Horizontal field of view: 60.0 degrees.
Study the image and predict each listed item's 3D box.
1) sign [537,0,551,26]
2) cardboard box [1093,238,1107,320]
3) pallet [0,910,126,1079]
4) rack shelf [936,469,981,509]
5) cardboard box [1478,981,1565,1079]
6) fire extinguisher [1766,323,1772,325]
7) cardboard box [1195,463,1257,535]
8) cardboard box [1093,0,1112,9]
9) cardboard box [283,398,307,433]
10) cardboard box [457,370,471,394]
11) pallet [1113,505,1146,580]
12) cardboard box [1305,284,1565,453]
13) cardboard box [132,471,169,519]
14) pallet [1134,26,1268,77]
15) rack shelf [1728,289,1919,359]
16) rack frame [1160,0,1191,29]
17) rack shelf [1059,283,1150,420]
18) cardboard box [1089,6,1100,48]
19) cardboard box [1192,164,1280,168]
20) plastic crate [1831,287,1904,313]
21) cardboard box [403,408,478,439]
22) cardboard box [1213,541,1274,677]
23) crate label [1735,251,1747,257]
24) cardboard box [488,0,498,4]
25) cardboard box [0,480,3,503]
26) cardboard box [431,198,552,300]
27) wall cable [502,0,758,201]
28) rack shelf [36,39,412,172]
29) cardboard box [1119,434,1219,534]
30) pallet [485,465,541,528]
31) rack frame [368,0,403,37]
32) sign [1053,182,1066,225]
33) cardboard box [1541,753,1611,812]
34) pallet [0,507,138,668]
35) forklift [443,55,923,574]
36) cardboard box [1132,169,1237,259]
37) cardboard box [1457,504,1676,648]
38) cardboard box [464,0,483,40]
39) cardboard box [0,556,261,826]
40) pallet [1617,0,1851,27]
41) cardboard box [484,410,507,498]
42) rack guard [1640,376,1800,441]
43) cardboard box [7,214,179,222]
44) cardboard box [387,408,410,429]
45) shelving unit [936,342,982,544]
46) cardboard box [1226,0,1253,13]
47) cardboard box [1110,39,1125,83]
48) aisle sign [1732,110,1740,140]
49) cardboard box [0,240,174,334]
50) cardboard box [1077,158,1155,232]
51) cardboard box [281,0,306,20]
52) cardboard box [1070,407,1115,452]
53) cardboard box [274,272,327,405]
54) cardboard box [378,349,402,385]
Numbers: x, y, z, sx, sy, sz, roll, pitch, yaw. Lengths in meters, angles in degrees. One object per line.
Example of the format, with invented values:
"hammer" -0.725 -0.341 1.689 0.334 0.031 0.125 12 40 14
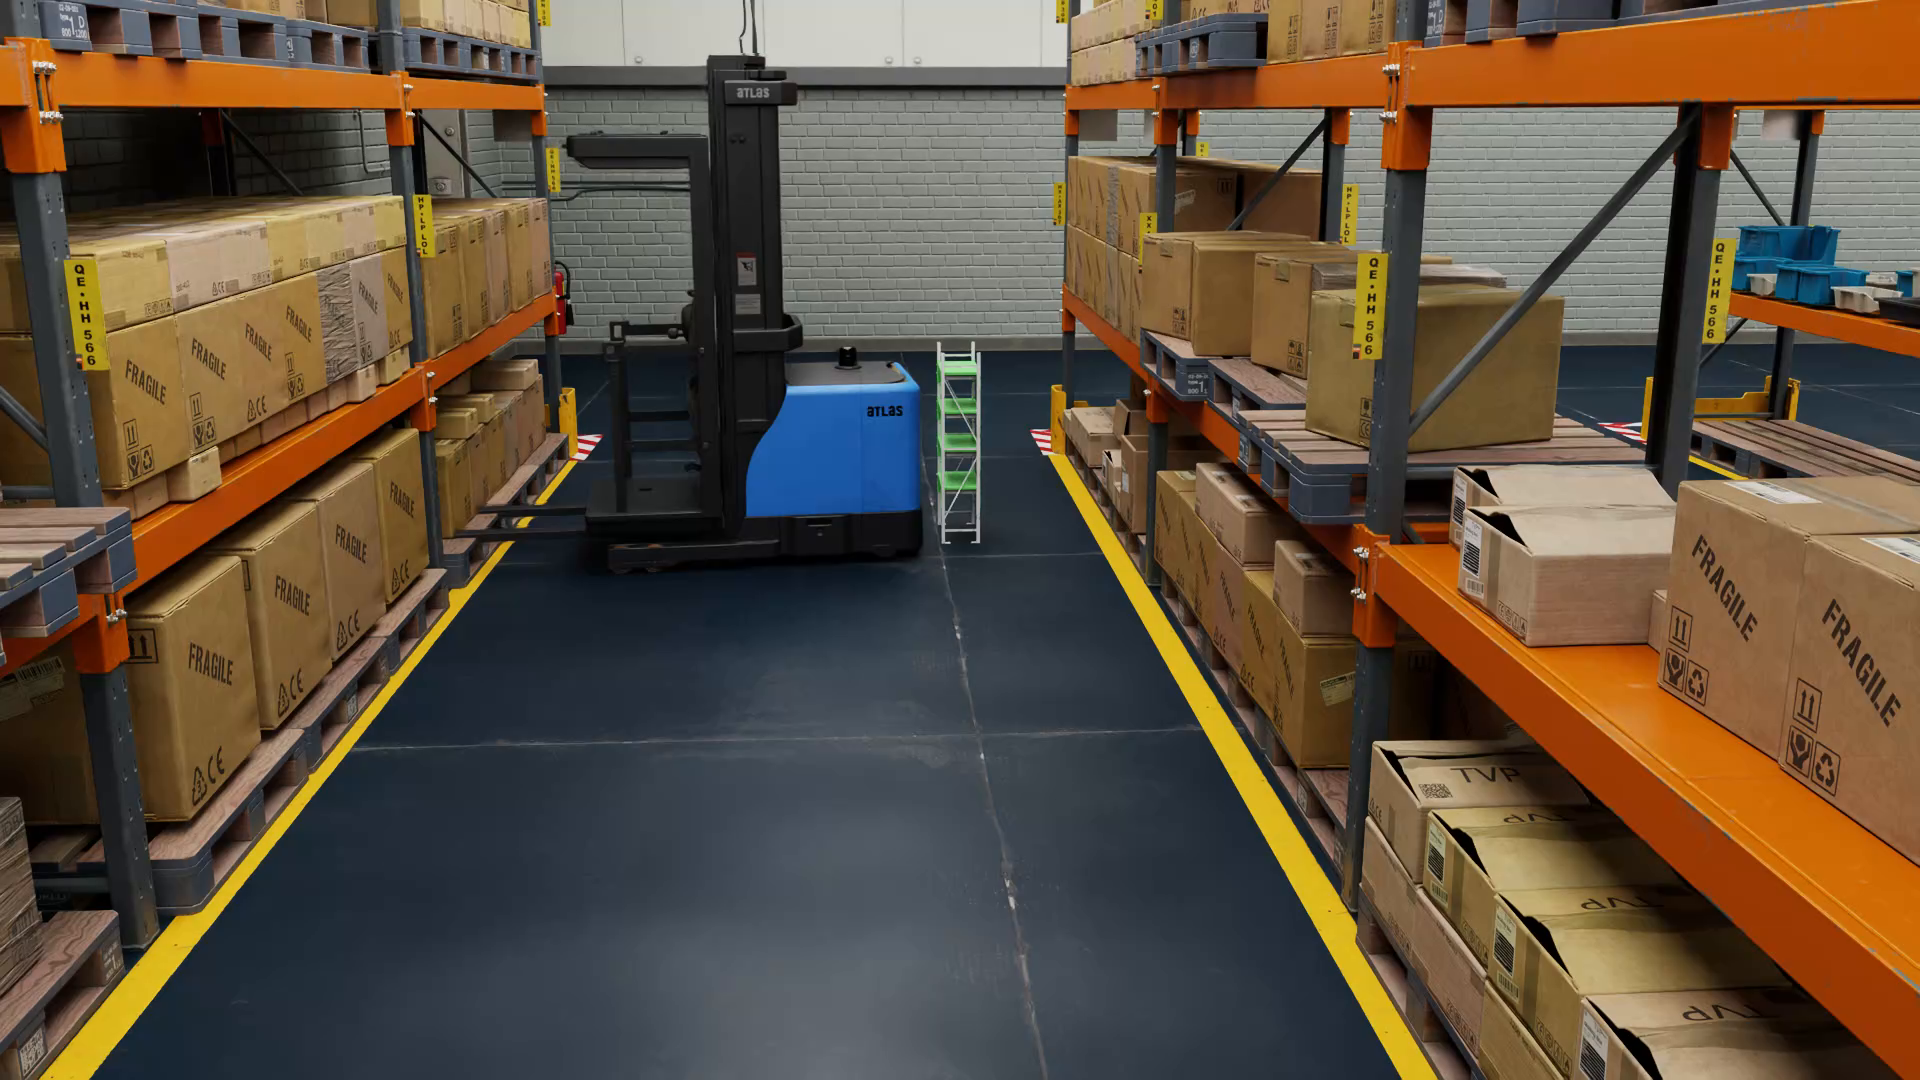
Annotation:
"sign" -3.084 -3.970 12.297 0.100 0.325 0.005 -1 14 -3
"cardboard box" 1.177 -1.756 11.129 0.500 0.500 0.500 -1 14 -3
"pallet" -3.084 1.413 4.612 1.003 0.211 1.213 -1 14 -3
"rack shelf" -0.010 -0.328 10.613 0.258 0.148 0.480 -1 14 -3
"cardboard box" 1.623 1.308 4.099 0.500 0.250 0.500 -1 14 -5
"fire extinguisher" 6.706 -2.101 13.576 0.296 0.674 0.183 -1 14 -3
"cardboard box" 1.414 -0.197 7.901 0.500 0.250 0.500 -1 14 -3
"cardboard box" 1.312 -3.931 11.558 0.700 0.500 0.500 -1 14 -3
"cardboard box" -3.035 -0.552 7.117 0.380 0.149 0.250 0 14 -2
"cardboard box" -3.643 -1.096 11.637 0.380 0.149 0.250 -1 14 -3
"pallet" 1.524 -0.024 10.198 1.003 0.211 1.213 -1 14 -3
"cardboard box" 1.662 -0.616 5.857 0.700 0.500 0.500 -6 16 -22
"cardboard box" -2.927 -0.168 5.625 0.380 0.149 0.250 -1 14 -3
"pallet" 1.536 -2.403 8.202 1.213 0.211 1.003 -1 14 -3
"rack shelf" 6.385 -1.429 11.503 1.077 0.370 4.000 -1 14 -3
"rack frame" 1.565 -4.110 8.439 1.000 3.000 0.127 -1 14 -3
"rack shelf" 1.441 -1.353 11.210 1.077 0.370 4.000 -1 14 -3
"cardboard box" 1.151 -3.441 11.157 0.500 0.250 0.500 -1 14 -3
"cardboard box" 1.753 -2.115 10.518 0.500 0.500 0.500 -1 14 -5
"plastic crate" 6.101 -1.609 11.171 0.293 0.136 0.466 -1 14 -3
"cardboard box" -3.162 -0.709 10.135 0.380 0.149 0.250 0 14 -2
"cardboard box" 1.450 0.300 7.474 0.500 0.500 0.500 -1 14 -6
"crate label" 5.948 -2.156 13.102 0.416 0.233 0.303 -1 14 -3
"cardboard box" -3.248 -3.685 10.560 0.500 0.500 0.500 -2 15 -6
"cardboard box" -3.092 -0.277 4.499 0.700 0.500 0.500 -3 15 -10
"cardboard box" -3.585 -2.140 12.223 0.980 0.700 0.700 0 14 -1
"wall cable" -3.620 -4.935 17.880 3.097 2.526 0.112 -1 14 -3
"rack shelf" -3.255 -1.734 6.669 1.077 0.370 4.000 -1 14 -3
"cardboard box" 1.247 -0.344 9.977 0.500 0.500 0.500 -1 14 -3
"pallet" -3.426 -0.271 11.155 1.003 0.211 1.213 -1 14 -3
"rack frame" -3.379 -4.032 8.138 1.000 3.000 0.127 -1 14 -3
"sign" 0.776 -2.610 12.913 0.100 0.325 0.005 -1 14 -3
"cardboard box" 2.091 0.774 5.049 0.500 0.311 0.500 -1 14 -2
"pallet" -2.980 0.137 4.361 1.213 0.211 1.003 -1 14 -3
"forklift" -1.788 -1.363 9.940 3.031 2.935 1.130 -2 15 -9
"cardboard box" 1.276 -1.859 9.523 0.500 0.500 0.500 -1 14 -3
"cardboard box" 1.675 0.059 4.455 0.500 0.311 0.500 -1 14 -4
"cardboard box" -3.215 -3.189 10.139 0.500 0.250 0.500 -1 14 -5
"cardboard box" -3.045 0.521 5.954 0.750 0.750 0.750 -1 14 -4
"pallet" 2.017 -1.125 3.239 1.003 0.211 1.213 0 14 -1
"cardboard box" -3.380 -0.560 10.856 0.700 0.500 0.500 -1 14 -2
"rack guard" 6.247 -1.070 13.681 1.175 0.500 0.348 -1 14 -3
"cardboard box" -3.507 -1.189 6.786 0.500 0.250 0.500 -1 14 -5
"cardboard box" -3.563 -0.779 10.405 0.380 0.149 0.250 -1 14 -5
"shelving unit" -0.010 -0.622 10.537 0.258 1.200 0.503 -1 14 -3
"cardboard box" 1.587 -2.665 7.600 0.600 0.600 0.600 -1 14 -4
"cardboard box" 1.210 -2.950 10.252 0.500 0.250 0.500 -1 14 -3
"aisle sign" 5.961 -3.547 13.074 0.394 0.787 0.004 -1 14 -3
"cardboard box" -2.903 -0.821 5.356 0.500 0.250 0.500 -1 14 -2
"cardboard box" 1.122 -2.487 11.966 0.500 0.500 0.500 -1 14 -3
"cardboard box" -3.434 -2.620 7.588 0.700 0.500 0.500 -2 15 -6
"cardboard box" 1.099 -0.816 12.315 0.500 0.250 0.500 -1 14 -3
"cardboard box" -2.998 -0.842 6.942 0.500 0.500 0.500 0 14 -2
"cardboard box" -3.036 -0.873 8.362 0.380 0.149 0.250 -1 14 -2
